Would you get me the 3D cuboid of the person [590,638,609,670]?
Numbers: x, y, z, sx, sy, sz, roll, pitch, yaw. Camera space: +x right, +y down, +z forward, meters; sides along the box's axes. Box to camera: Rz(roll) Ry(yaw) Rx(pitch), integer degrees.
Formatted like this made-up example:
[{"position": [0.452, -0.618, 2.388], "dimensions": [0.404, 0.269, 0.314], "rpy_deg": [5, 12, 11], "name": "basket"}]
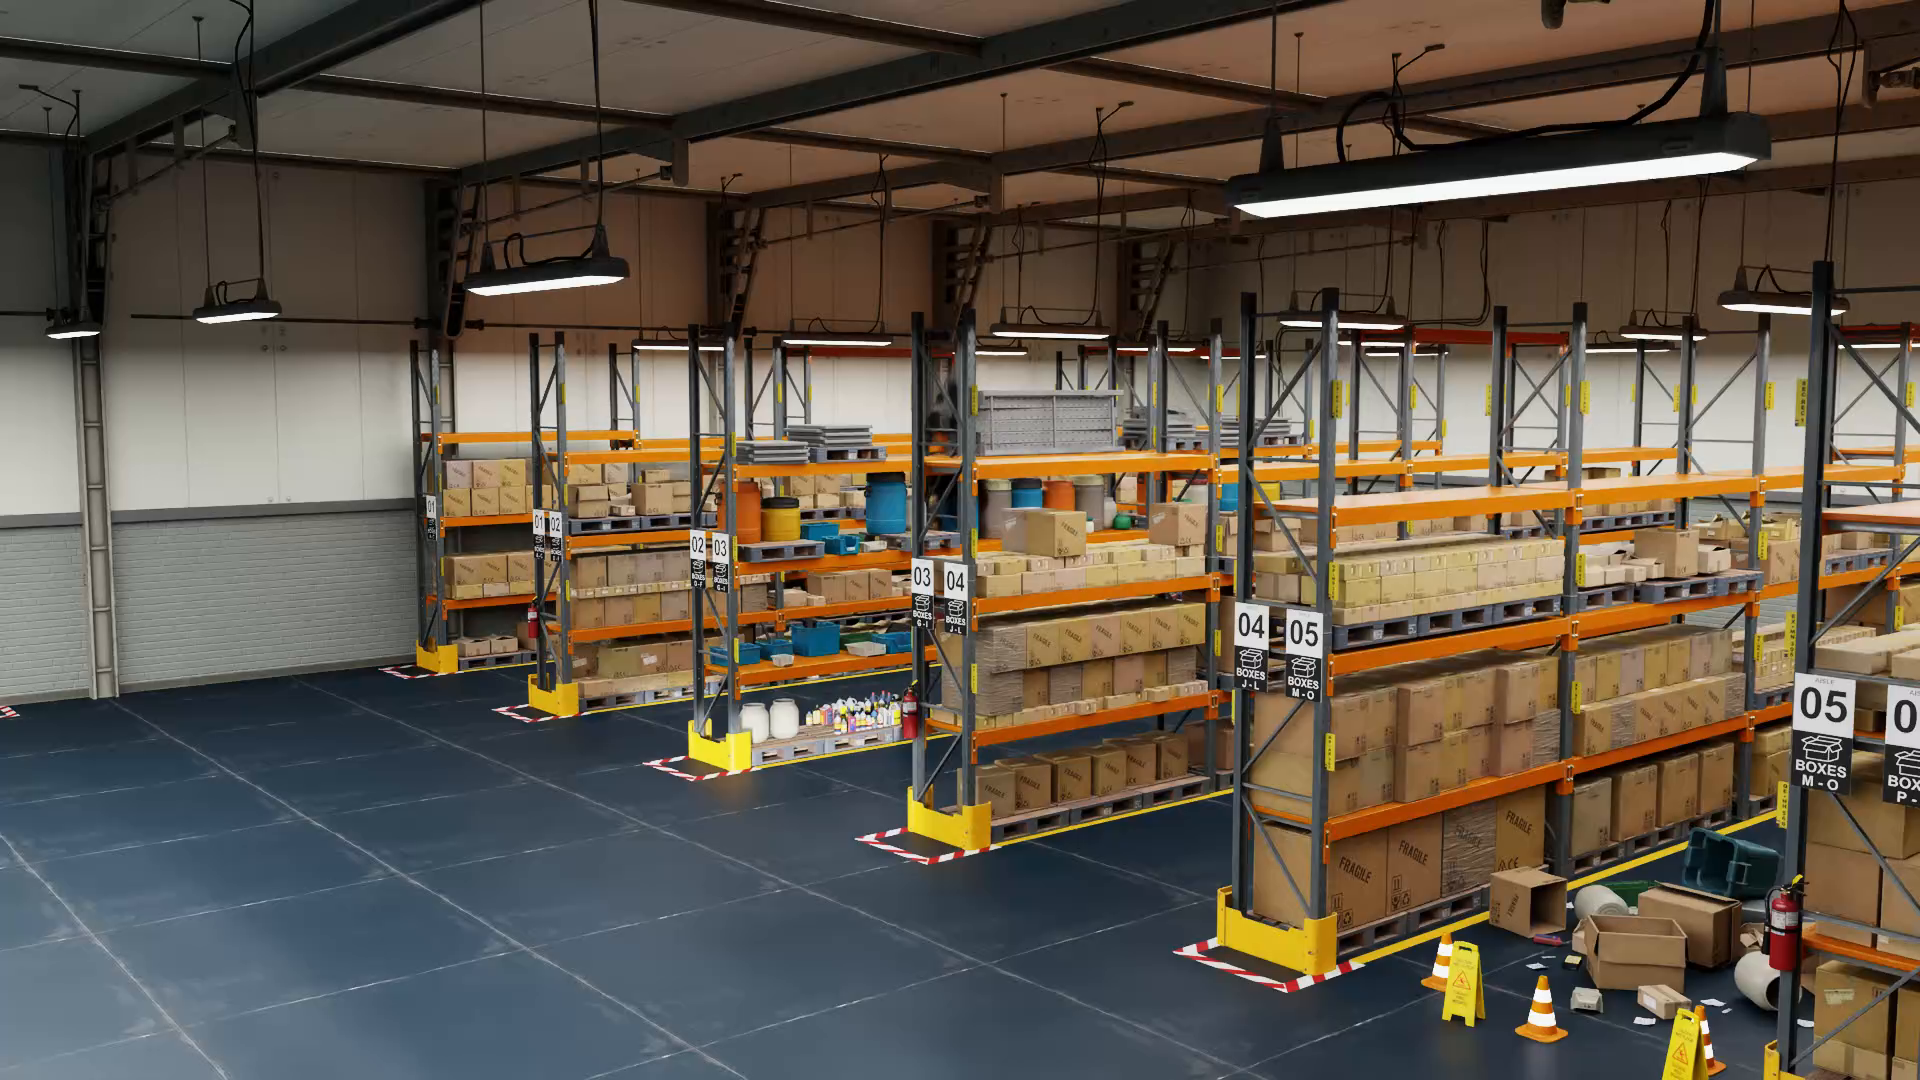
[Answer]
[{"position": [-6.185, 1.735, 28.704], "dimensions": [0.666, 1.552, 0.541], "rpy_deg": [-5, 7, -43], "name": "person"}]
